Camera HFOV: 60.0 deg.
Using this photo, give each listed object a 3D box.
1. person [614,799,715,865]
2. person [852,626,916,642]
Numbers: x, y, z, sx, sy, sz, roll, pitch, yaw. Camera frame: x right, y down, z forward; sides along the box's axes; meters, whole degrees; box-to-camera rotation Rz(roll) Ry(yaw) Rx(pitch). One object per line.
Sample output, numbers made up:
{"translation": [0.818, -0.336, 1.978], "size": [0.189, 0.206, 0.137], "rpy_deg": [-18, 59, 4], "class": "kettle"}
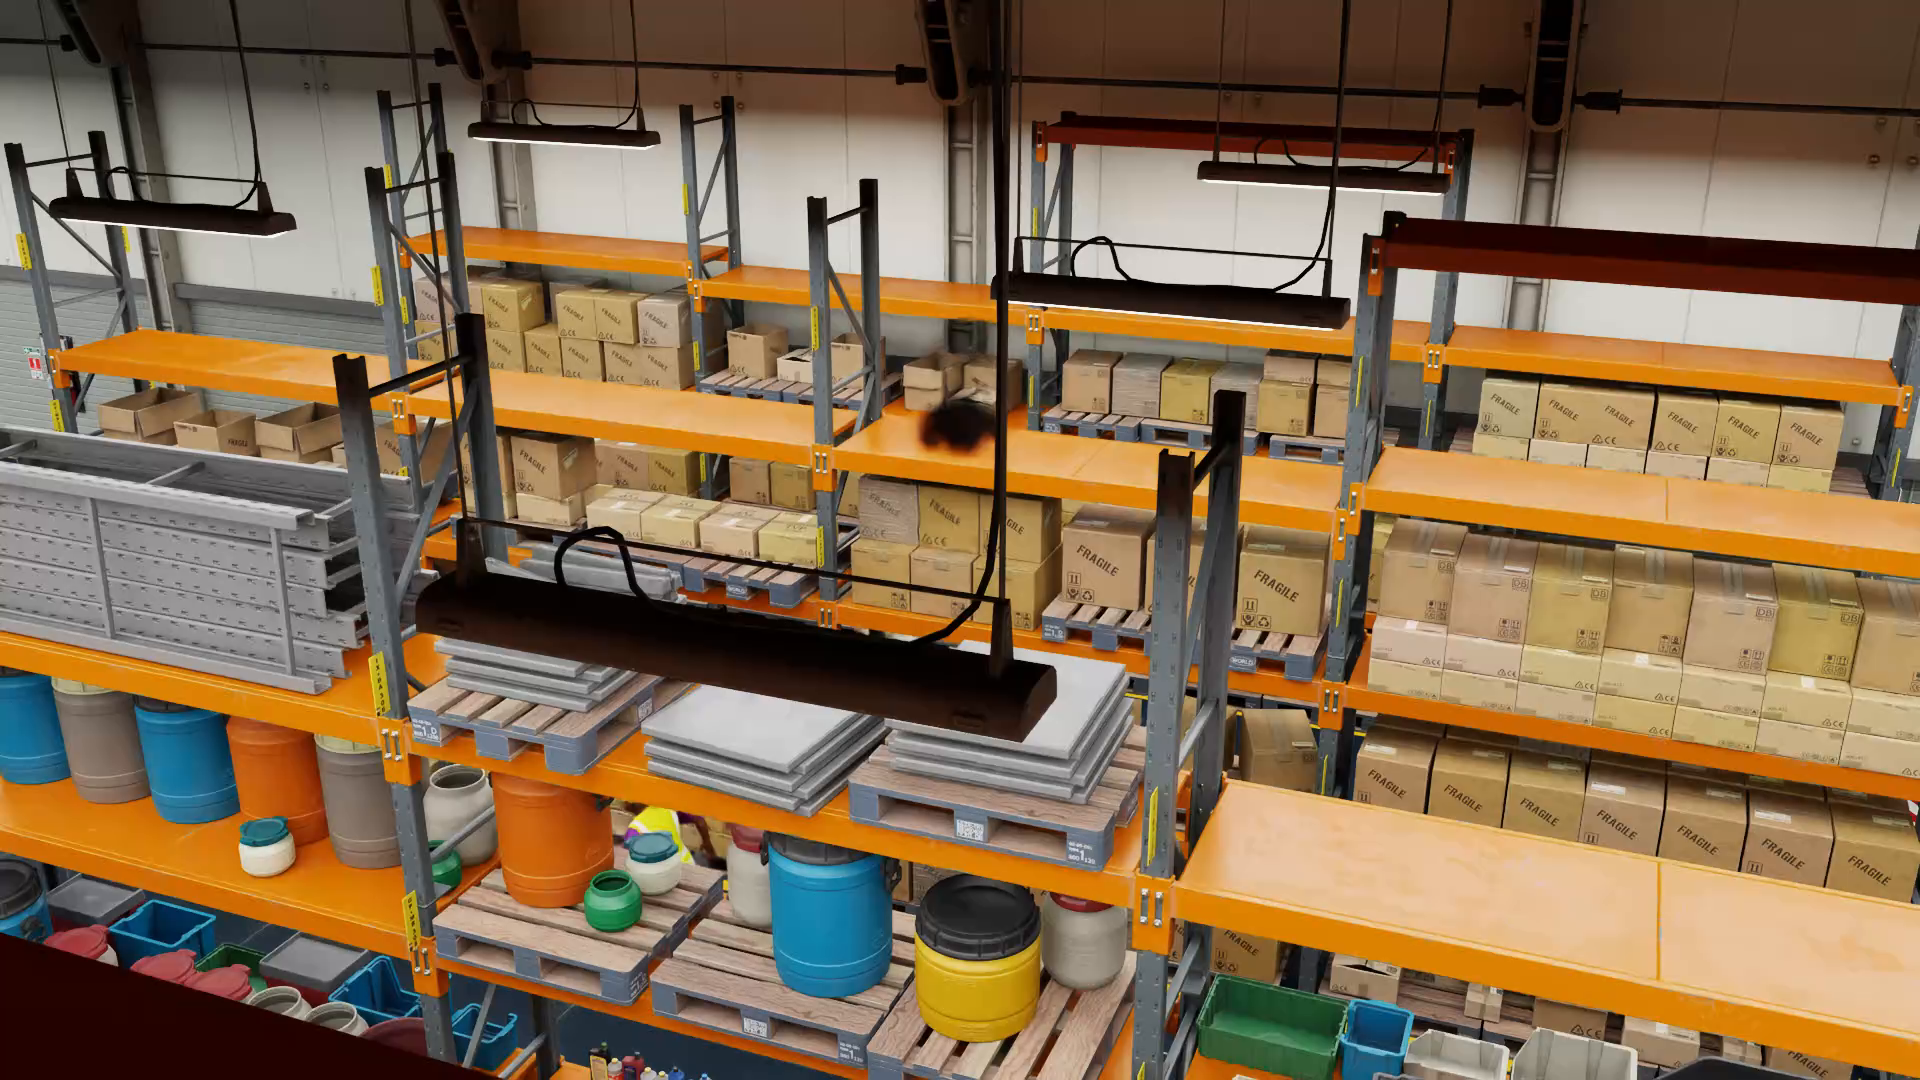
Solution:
{"translation": [-2.350, 2.630, 13.143], "size": [0.969, 1.626, 0.717], "rpy_deg": [7, 22, 17], "class": "person"}
{"translation": [-0.566, 1.169, 17.055], "size": [1.068, 1.743, 0.754], "rpy_deg": [4, 21, 11], "class": "person"}
